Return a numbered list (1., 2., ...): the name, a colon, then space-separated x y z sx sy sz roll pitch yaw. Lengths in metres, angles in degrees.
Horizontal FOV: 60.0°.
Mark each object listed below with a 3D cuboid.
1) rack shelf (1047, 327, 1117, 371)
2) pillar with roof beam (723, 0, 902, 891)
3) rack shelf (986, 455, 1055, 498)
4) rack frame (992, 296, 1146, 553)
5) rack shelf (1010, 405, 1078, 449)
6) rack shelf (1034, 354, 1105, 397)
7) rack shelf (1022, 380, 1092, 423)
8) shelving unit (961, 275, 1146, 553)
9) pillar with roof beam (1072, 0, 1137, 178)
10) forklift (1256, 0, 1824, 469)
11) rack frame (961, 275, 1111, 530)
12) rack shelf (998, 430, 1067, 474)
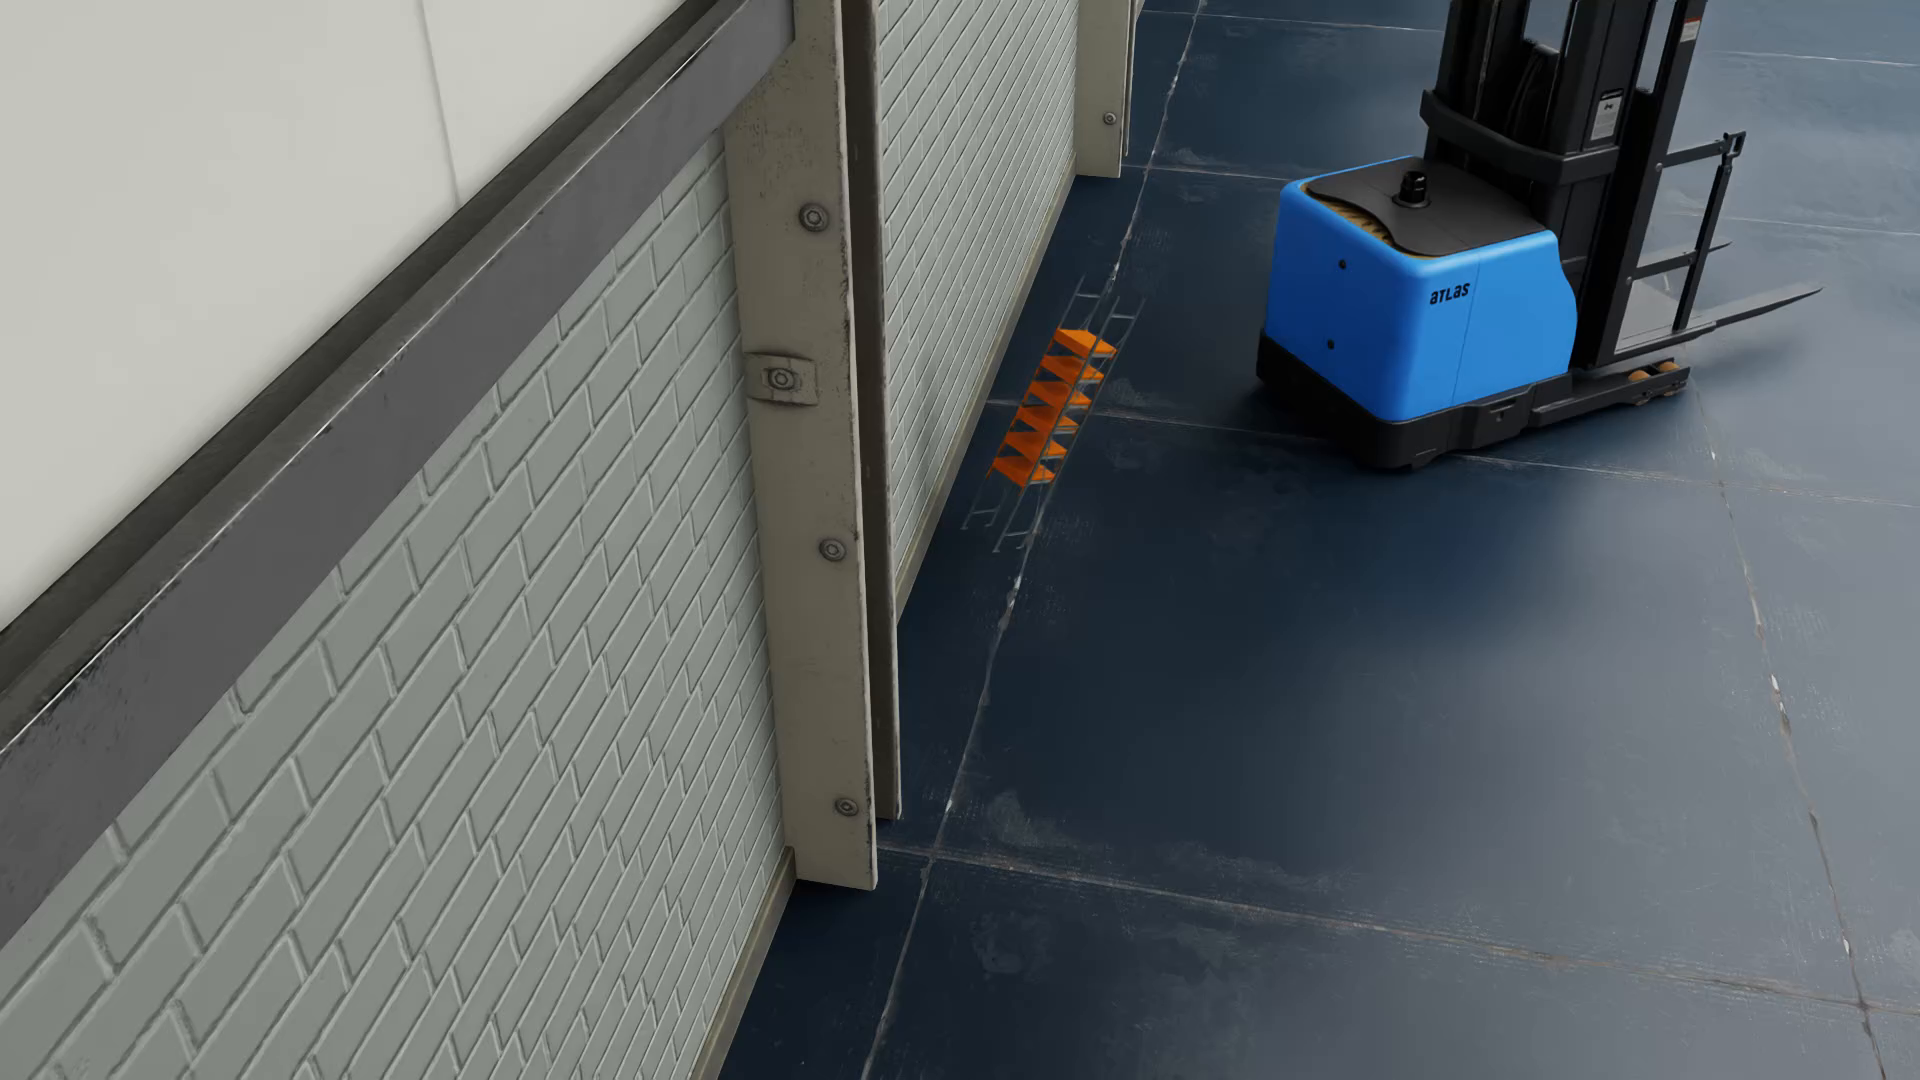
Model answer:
1. rack shelf: 0.507 -0.779 6.807 0.180 0.103 0.258 36 23 26
2. pillar with roof beam: 3.806 -2.052 2.413 9.100 9.000 0.400 7 37 10
3. rack shelf: 0.264 -0.272 7.016 0.180 0.103 0.258 36 23 26
4. rack frame: 0.446 -0.464 6.877 0.006 1.200 0.240 36 23 26
5. rack shelf: 0.361 -0.475 6.933 0.180 0.103 0.258 36 23 26
6. rack shelf: 0.458 -0.678 6.849 0.180 0.103 0.258 36 23 26
7. rack shelf: 0.410 -0.576 6.891 0.180 0.103 0.258 36 23 26
8. shelving unit: 0.379 -0.512 6.917 0.189 1.200 0.258 36 23 26
9. pillar with roof beam: 5.088 -5.492 7.159 9.100 9.000 0.400 7 37 10
10. forklift: 3.022 -2.108 7.661 3.031 2.935 1.130 -16 39 -21
11. rack frame: 0.312 -0.561 6.957 0.006 1.200 0.240 36 23 26
12. rack shelf: 0.312 -0.373 6.974 0.180 0.103 0.258 36 23 26
